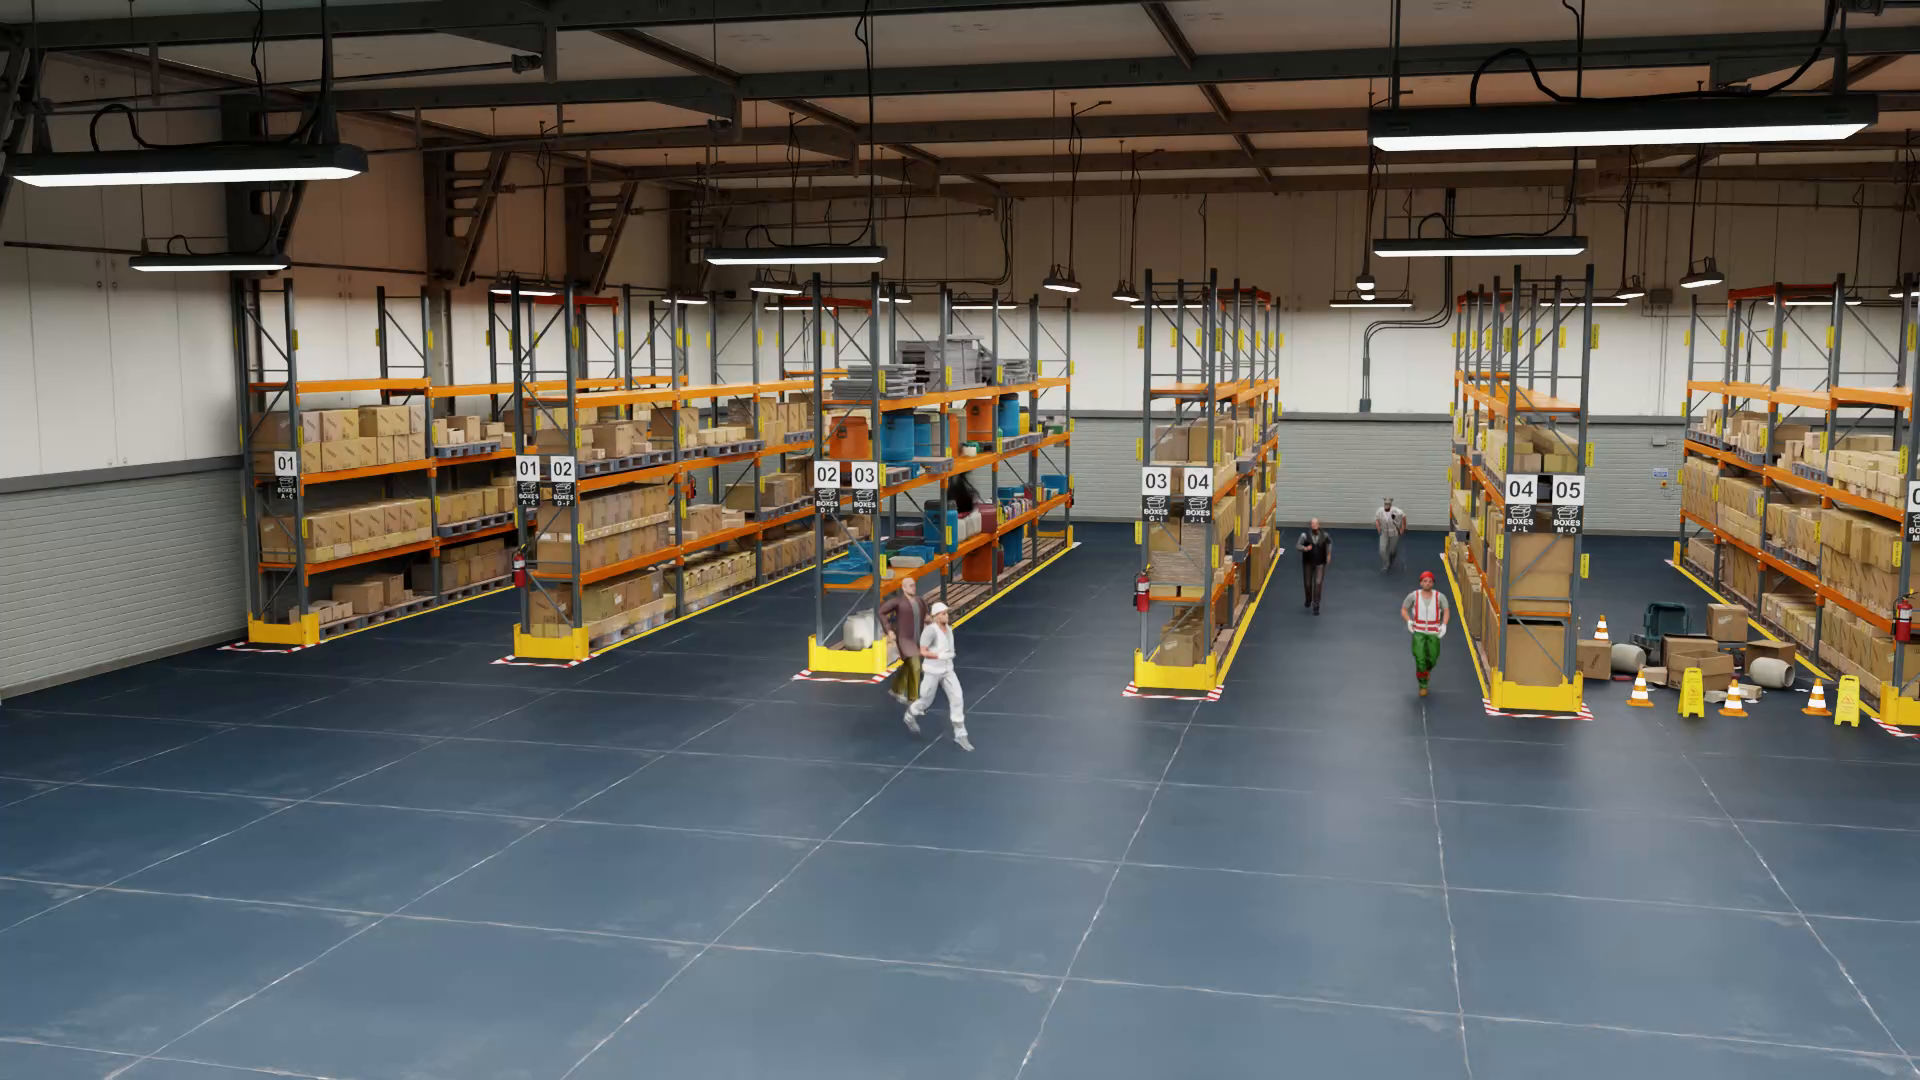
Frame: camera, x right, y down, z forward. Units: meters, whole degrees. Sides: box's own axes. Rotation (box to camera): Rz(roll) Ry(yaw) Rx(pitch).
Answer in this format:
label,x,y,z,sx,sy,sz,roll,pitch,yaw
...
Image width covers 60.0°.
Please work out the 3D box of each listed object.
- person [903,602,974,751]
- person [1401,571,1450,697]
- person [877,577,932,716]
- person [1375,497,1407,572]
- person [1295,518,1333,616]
label,x,y,z,sx,sy,sz,roll,pitch,yaw
person,-0.313,1.665,20.566,0.621,1.818,1.088,-7,10,-44
person,6.610,1.311,23.647,0.674,1.759,0.657,1,7,11
person,-0.704,1.422,22.545,0.863,1.849,0.675,6,9,42
person,9.360,-0.135,36.142,0.664,1.651,0.878,3,8,26
person,6.515,0.466,30.641,0.683,1.748,0.880,1,7,11
